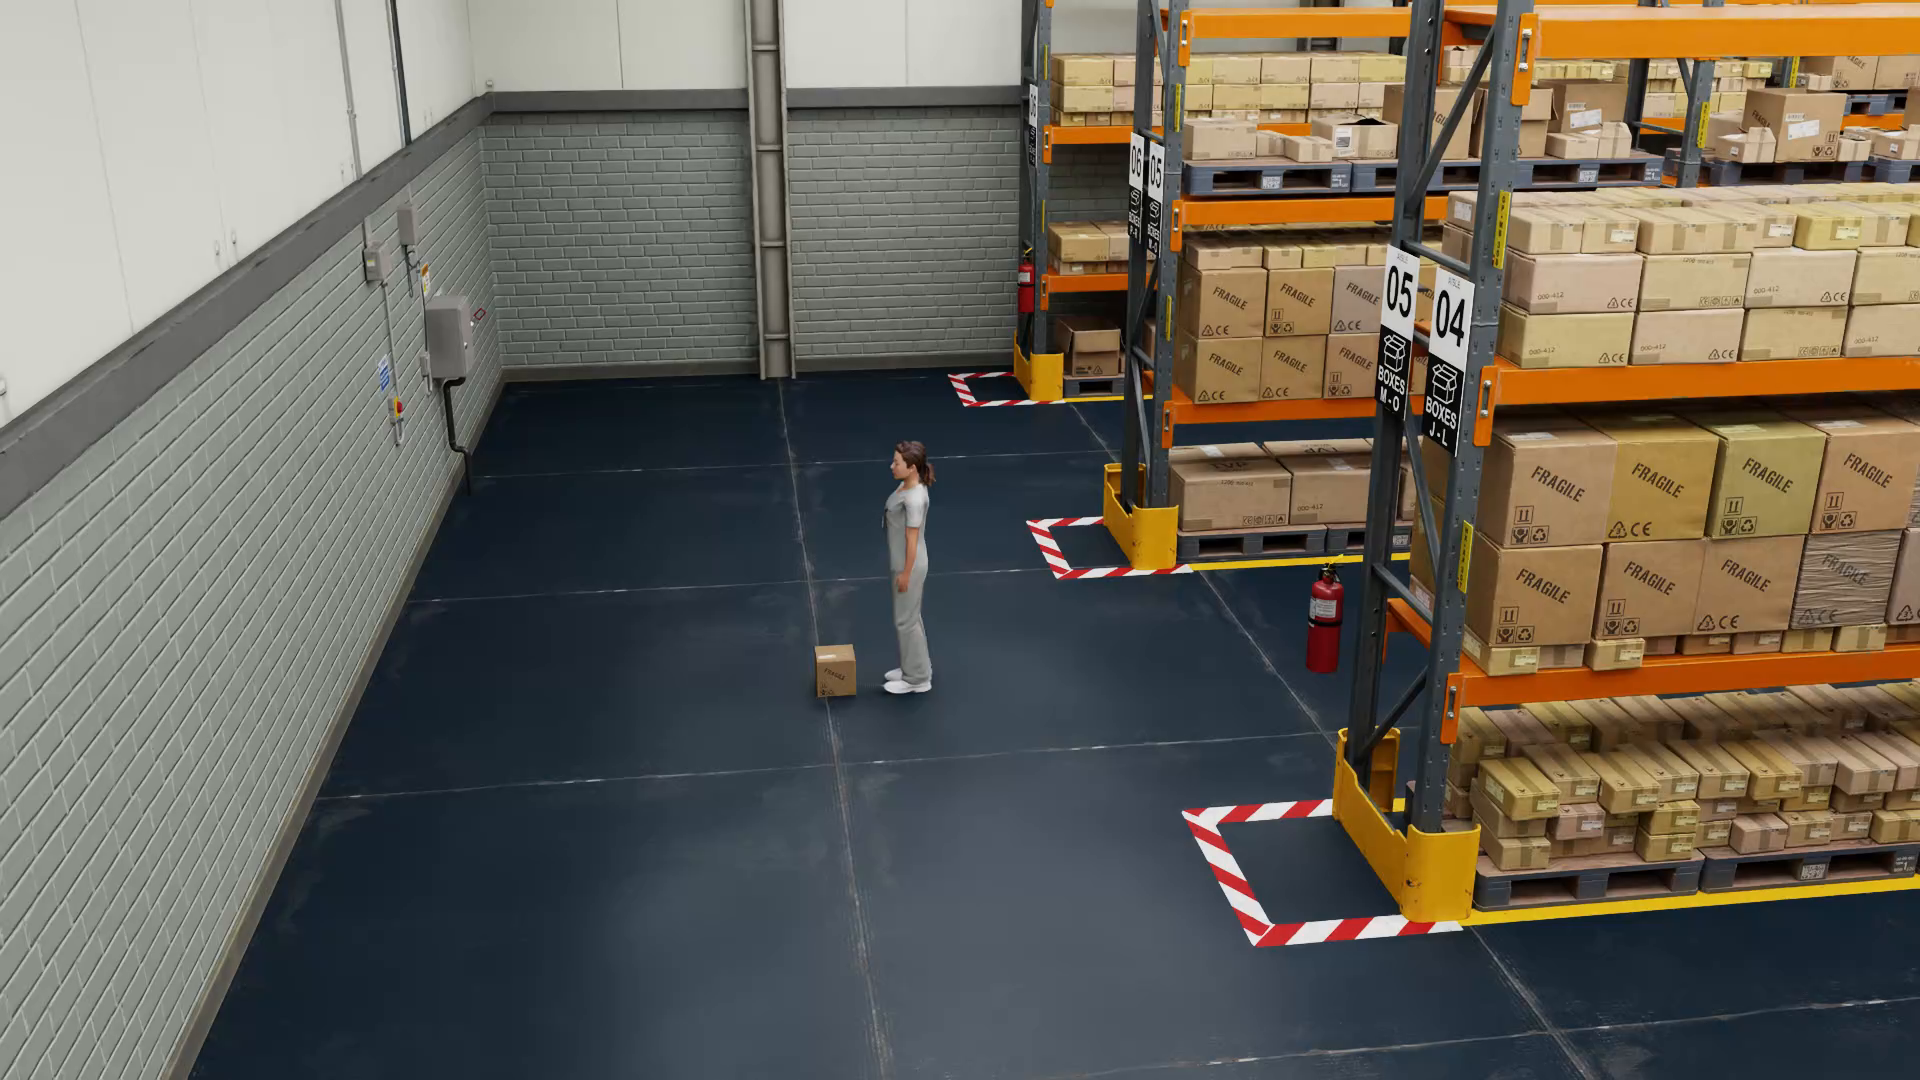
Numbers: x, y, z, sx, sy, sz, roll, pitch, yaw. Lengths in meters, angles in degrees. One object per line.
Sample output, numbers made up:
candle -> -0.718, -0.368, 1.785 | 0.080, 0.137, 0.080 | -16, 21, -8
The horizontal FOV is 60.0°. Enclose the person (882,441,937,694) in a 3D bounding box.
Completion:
person -> -0.324, 0.172, 10.629 | 0.364, 1.674, 0.437 | -2, 20, -6
